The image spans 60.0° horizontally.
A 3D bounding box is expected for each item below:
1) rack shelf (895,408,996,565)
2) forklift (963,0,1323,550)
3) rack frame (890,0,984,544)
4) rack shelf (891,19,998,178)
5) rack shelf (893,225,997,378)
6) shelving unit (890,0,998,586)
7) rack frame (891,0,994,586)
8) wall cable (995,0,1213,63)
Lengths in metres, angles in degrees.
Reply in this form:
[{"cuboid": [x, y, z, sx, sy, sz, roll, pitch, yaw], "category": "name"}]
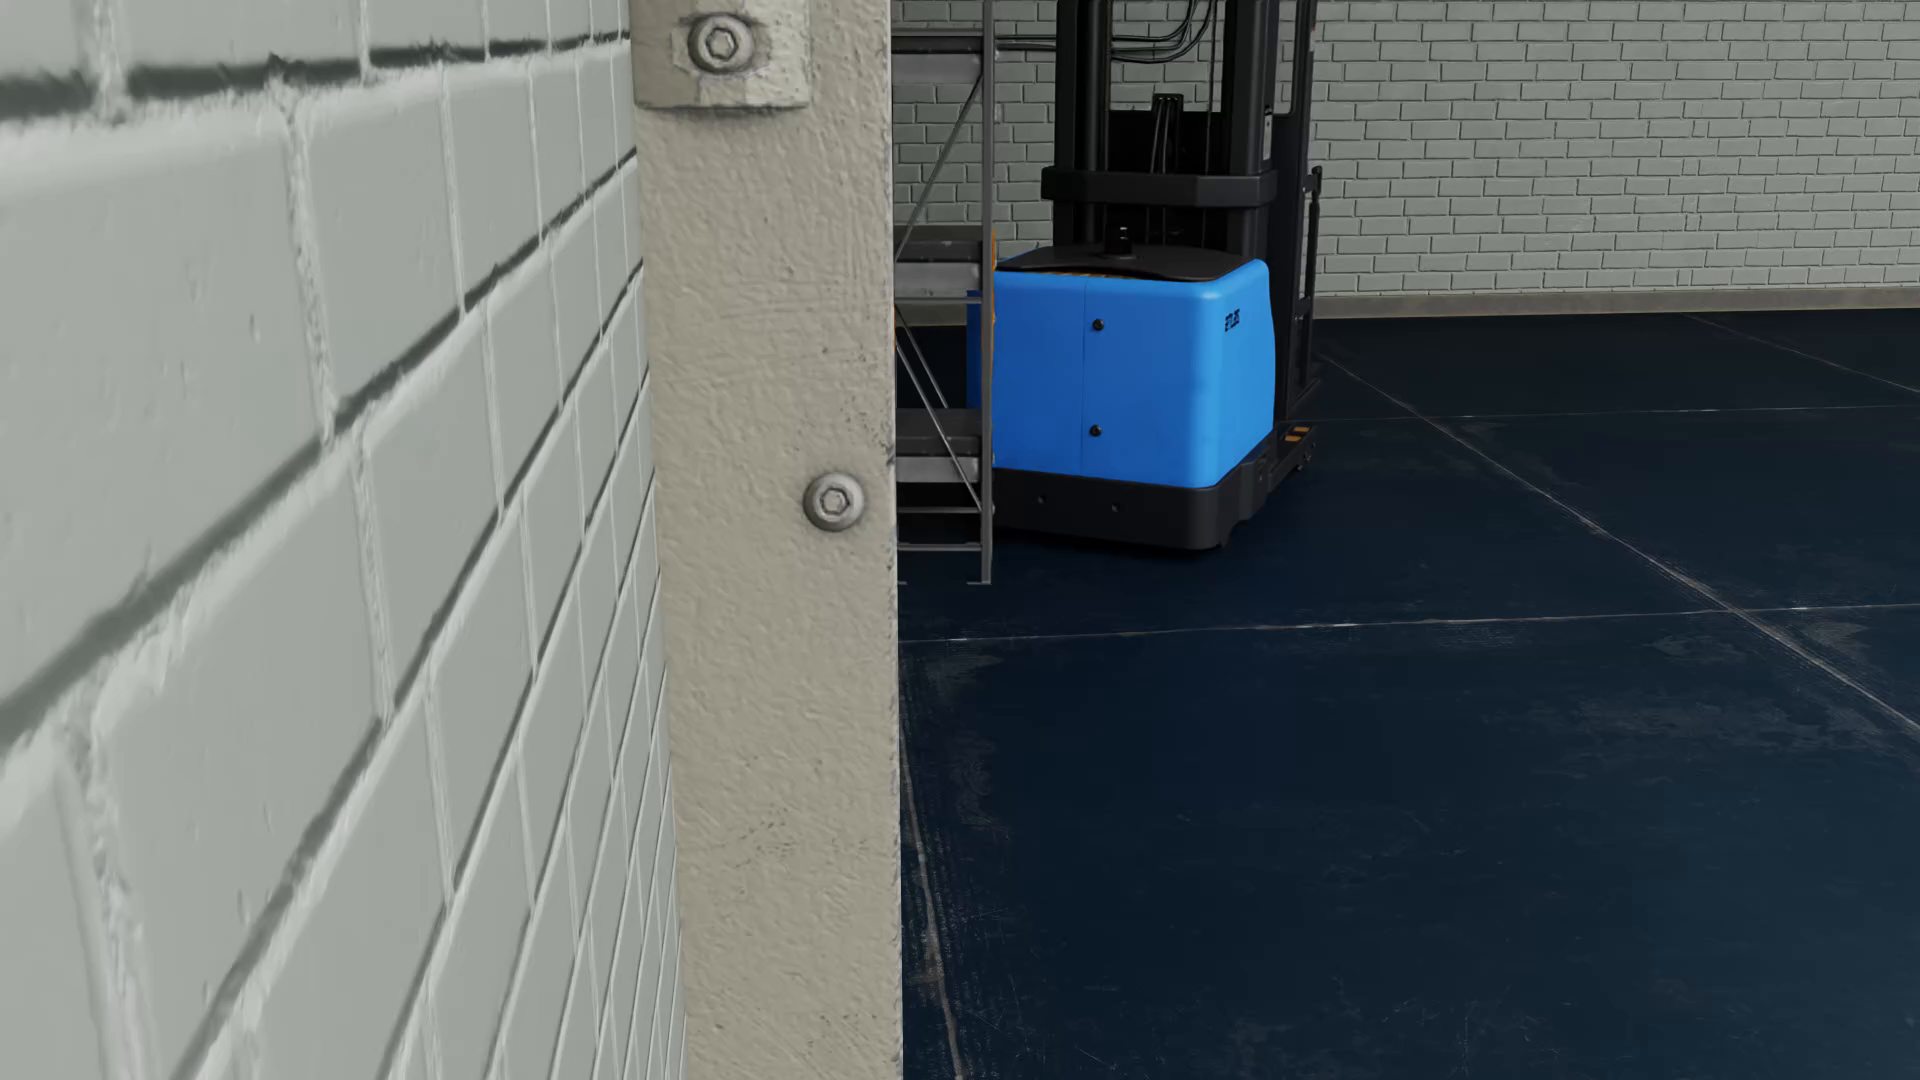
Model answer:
[{"cuboid": [-0.085, -0.227, 6.279, 0.431, 0.518, 0.480, 0, 17, 1], "category": "rack shelf"}, {"cuboid": [1.048, -1.760, 7.390, 1.130, 2.935, 3.031, 7, 19, 22], "category": "forklift"}, {"cuboid": [-0.082, -0.981, 6.298, 0.400, 2.100, 0.015, 0, 17, 1], "category": "rack frame"}, {"cuboid": [-0.085, -1.563, 5.859, 0.431, 0.518, 0.480, 0, 17, 1], "category": "rack shelf"}, {"cuboid": [-0.085, -0.895, 6.069, 0.431, 0.518, 0.480, 0, 17, 1], "category": "rack shelf"}, {"cuboid": [-0.085, -0.908, 6.065, 0.431, 2.100, 0.503, 0, 17, 1], "category": "shelving unit"}, {"cuboid": [-0.087, -0.835, 5.832, 0.400, 2.100, 0.015, 0, 17, 1], "category": "rack frame"}, {"cuboid": [0.138, -4.271, 10.442, 3.097, 2.526, 0.112, -2, 18, -6], "category": "wall cable"}]
